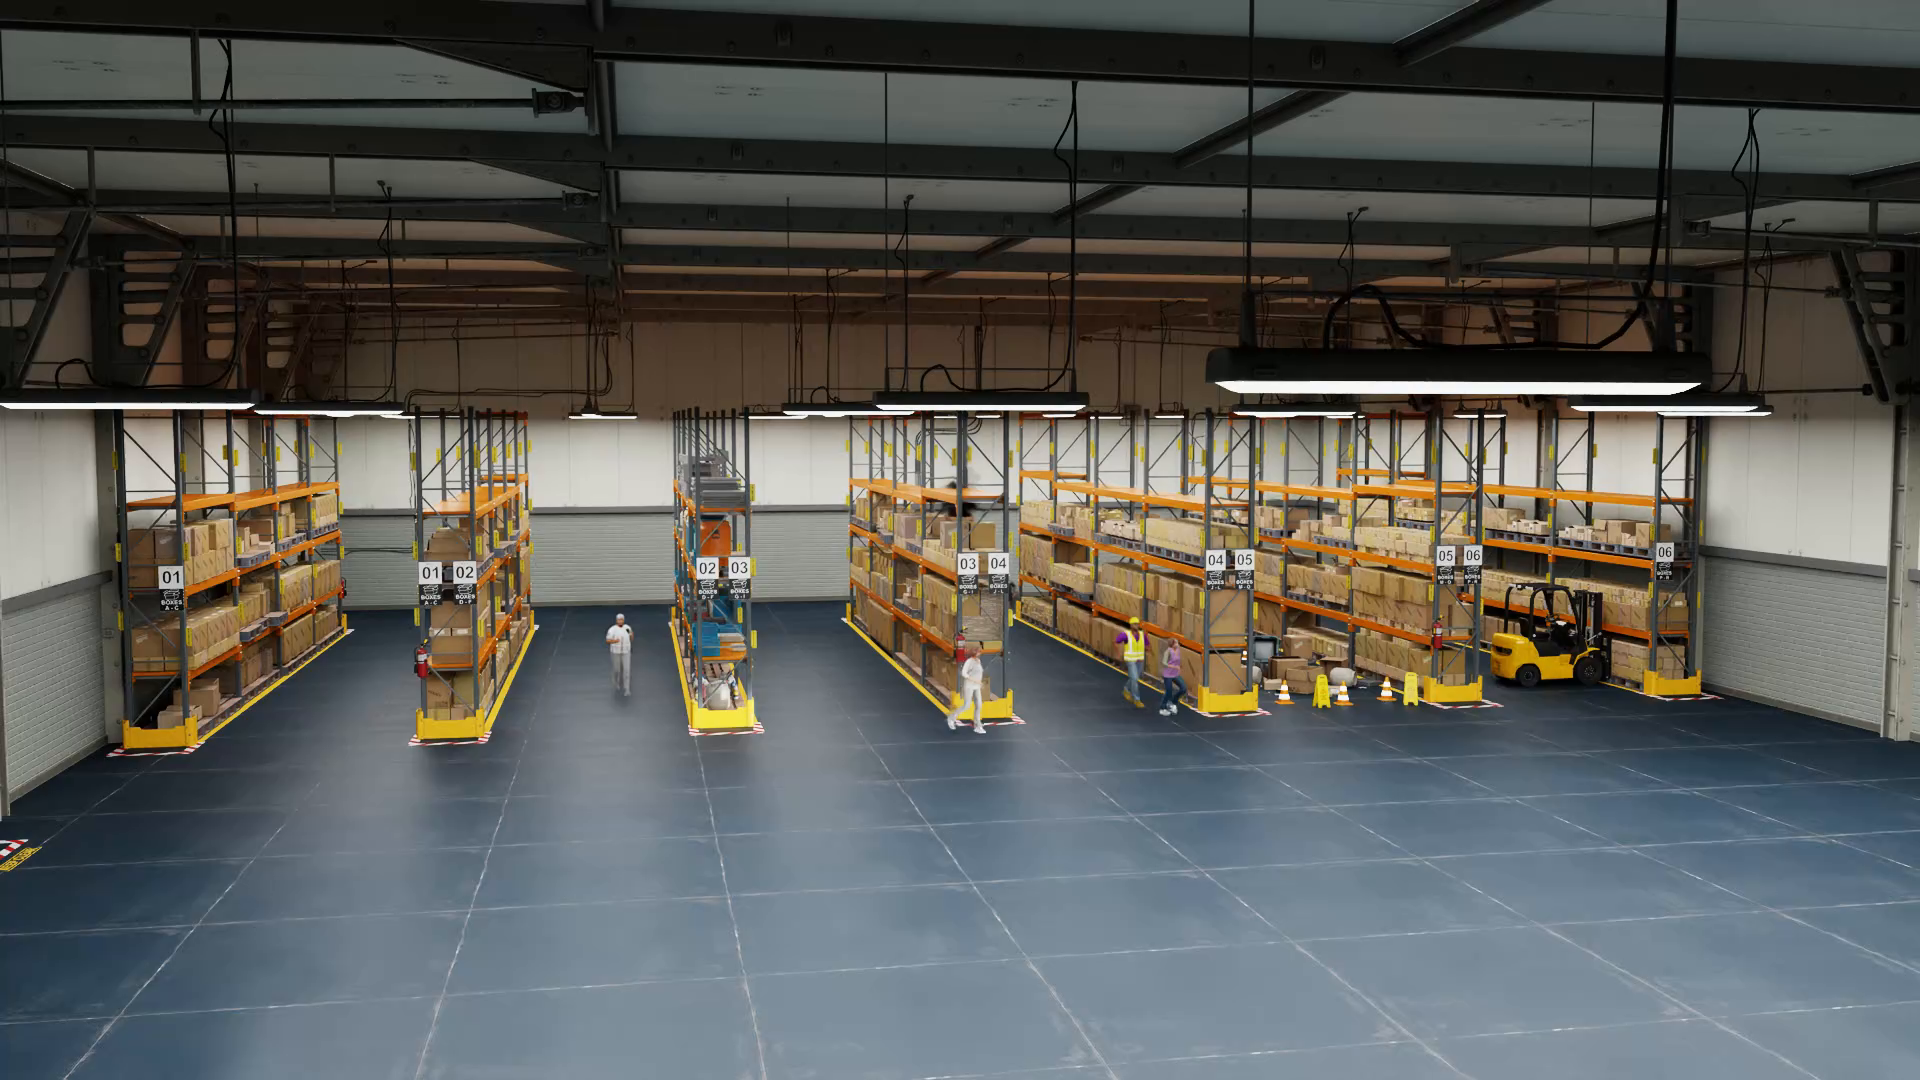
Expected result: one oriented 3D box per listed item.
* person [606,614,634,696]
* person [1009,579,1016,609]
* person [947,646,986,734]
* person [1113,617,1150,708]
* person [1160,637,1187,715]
[{"bbox_3d":[-7.127,2.379,34.889,0.583,1.663,0.913,-1,4,-19],"label":"person"},{"bbox_3d":[1.213,1.664,45.011,0.672,1.670,0.792,0,4,-6],"label":"person"},{"bbox_3d":[0.233,2.789,30.687,0.825,1.465,0.613,3,5,35],"label":"person"},{"bbox_3d":[3.504,2.428,33.458,0.705,1.765,0.961,-2,4,-25],"label":"person"},{"bbox_3d":[4.135,2.642,32.279,0.560,1.548,0.664,-3,5,-38],"label":"person"}]
